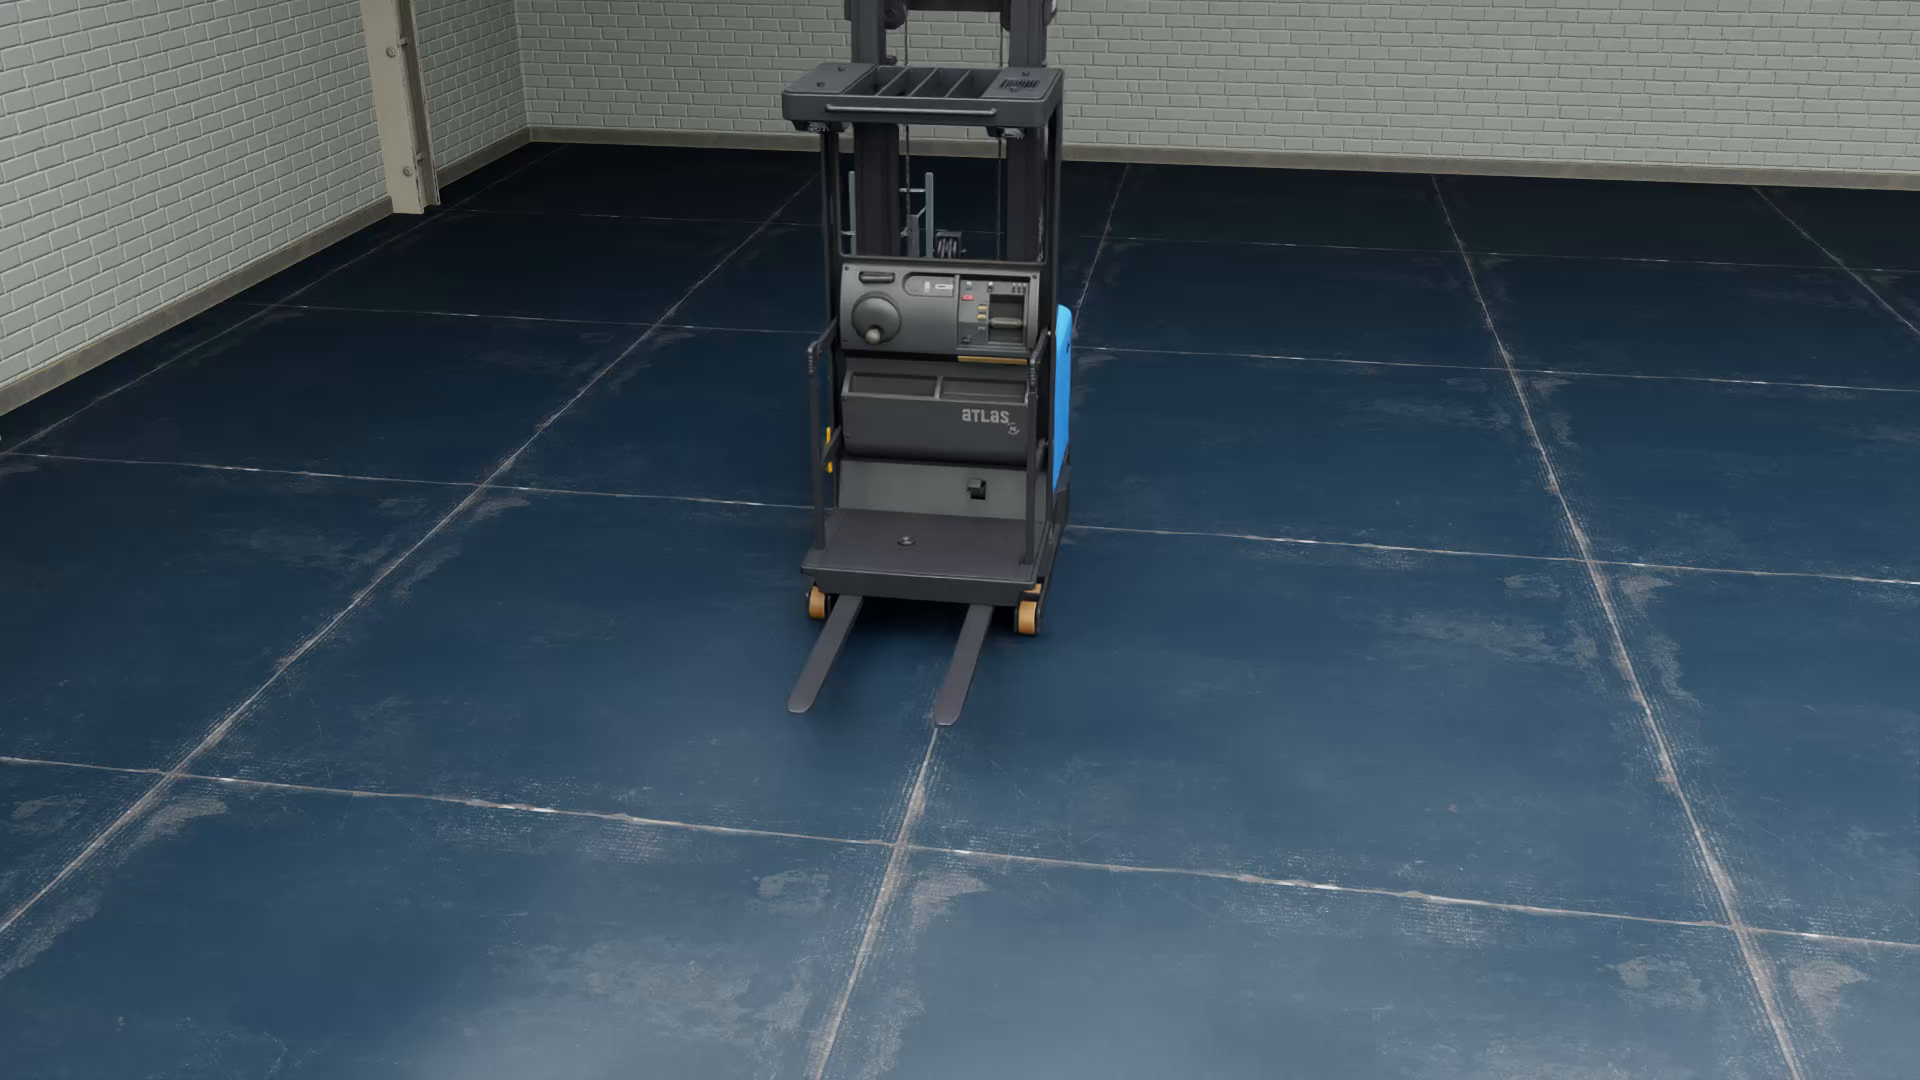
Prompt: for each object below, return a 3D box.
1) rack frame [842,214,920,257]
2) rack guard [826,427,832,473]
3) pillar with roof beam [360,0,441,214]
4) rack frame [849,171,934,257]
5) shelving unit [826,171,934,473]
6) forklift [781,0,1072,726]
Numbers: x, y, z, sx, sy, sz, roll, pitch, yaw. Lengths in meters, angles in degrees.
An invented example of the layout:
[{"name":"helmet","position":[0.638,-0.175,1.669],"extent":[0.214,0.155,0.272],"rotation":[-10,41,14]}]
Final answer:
[{"name":"rack frame","position":[-0.468,-1.077,9.282],"extent":[0.500,1.500,0.032],"rotation":[1,25,3]},{"name":"rack guard","position":[-0.468,-0.512,9.549],"extent":[0.587,0.250,0.087],"rotation":[1,25,3]},{"name":"pillar with roof beam","position":[-0.748,-6.825,12.715],"extent":[9.100,9.000,0.400],"rotation":[4,25,9]},{"name":"rack frame","position":[-0.411,-1.508,10.202],"extent":[0.500,1.500,0.032],"rotation":[1,25,3]},{"name":"shelving unit","position":[-0.440,-1.289,9.734],"extent":[0.587,1.500,1.083],"rotation":[1,25,3]},{"name":"forklift","position":[-0.127,-1.041,7.517],"extent":[1.130,2.935,3.031],"rotation":[4,25,8]}]
